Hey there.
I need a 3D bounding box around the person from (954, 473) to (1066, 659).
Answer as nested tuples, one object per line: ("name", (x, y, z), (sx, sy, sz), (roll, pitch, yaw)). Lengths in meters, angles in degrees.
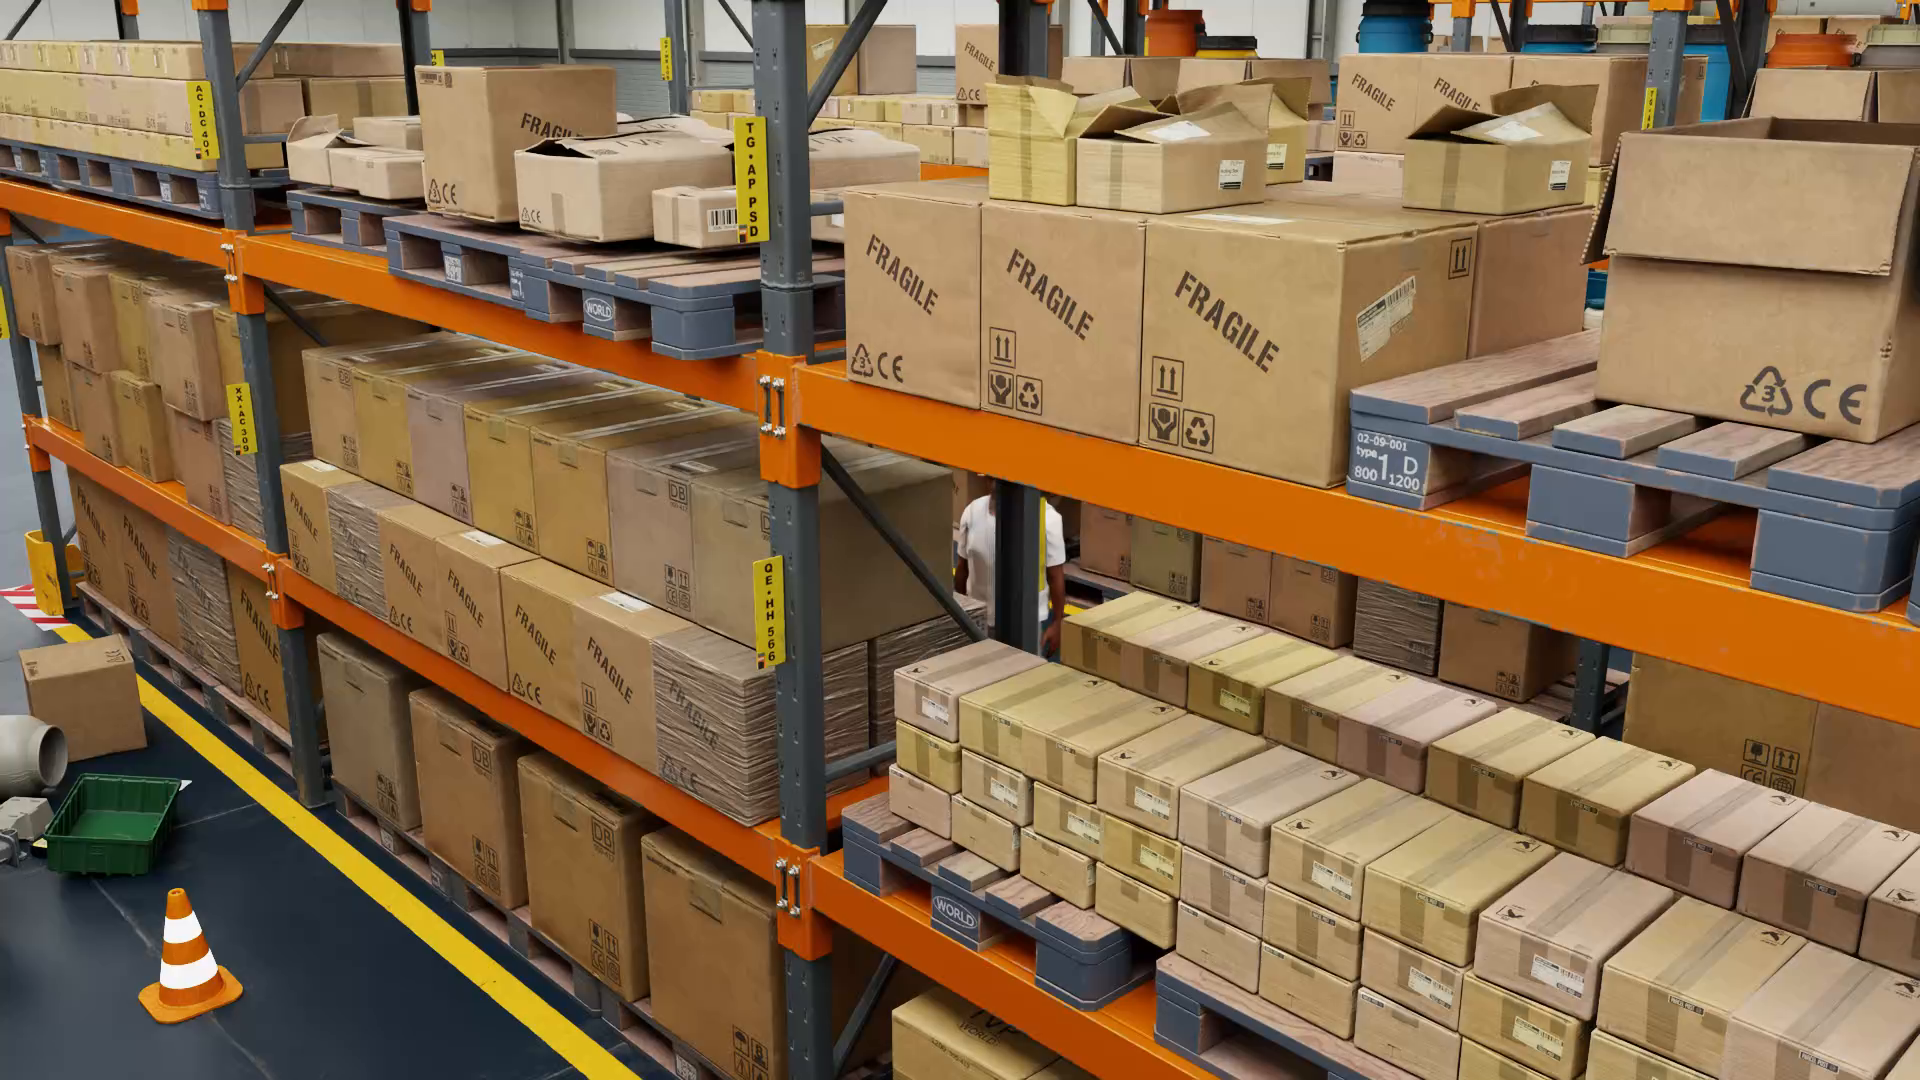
("person", (0.207, 0.424, 8.154), (0.607, 1.798, 0.508), (8, 19, 25))
